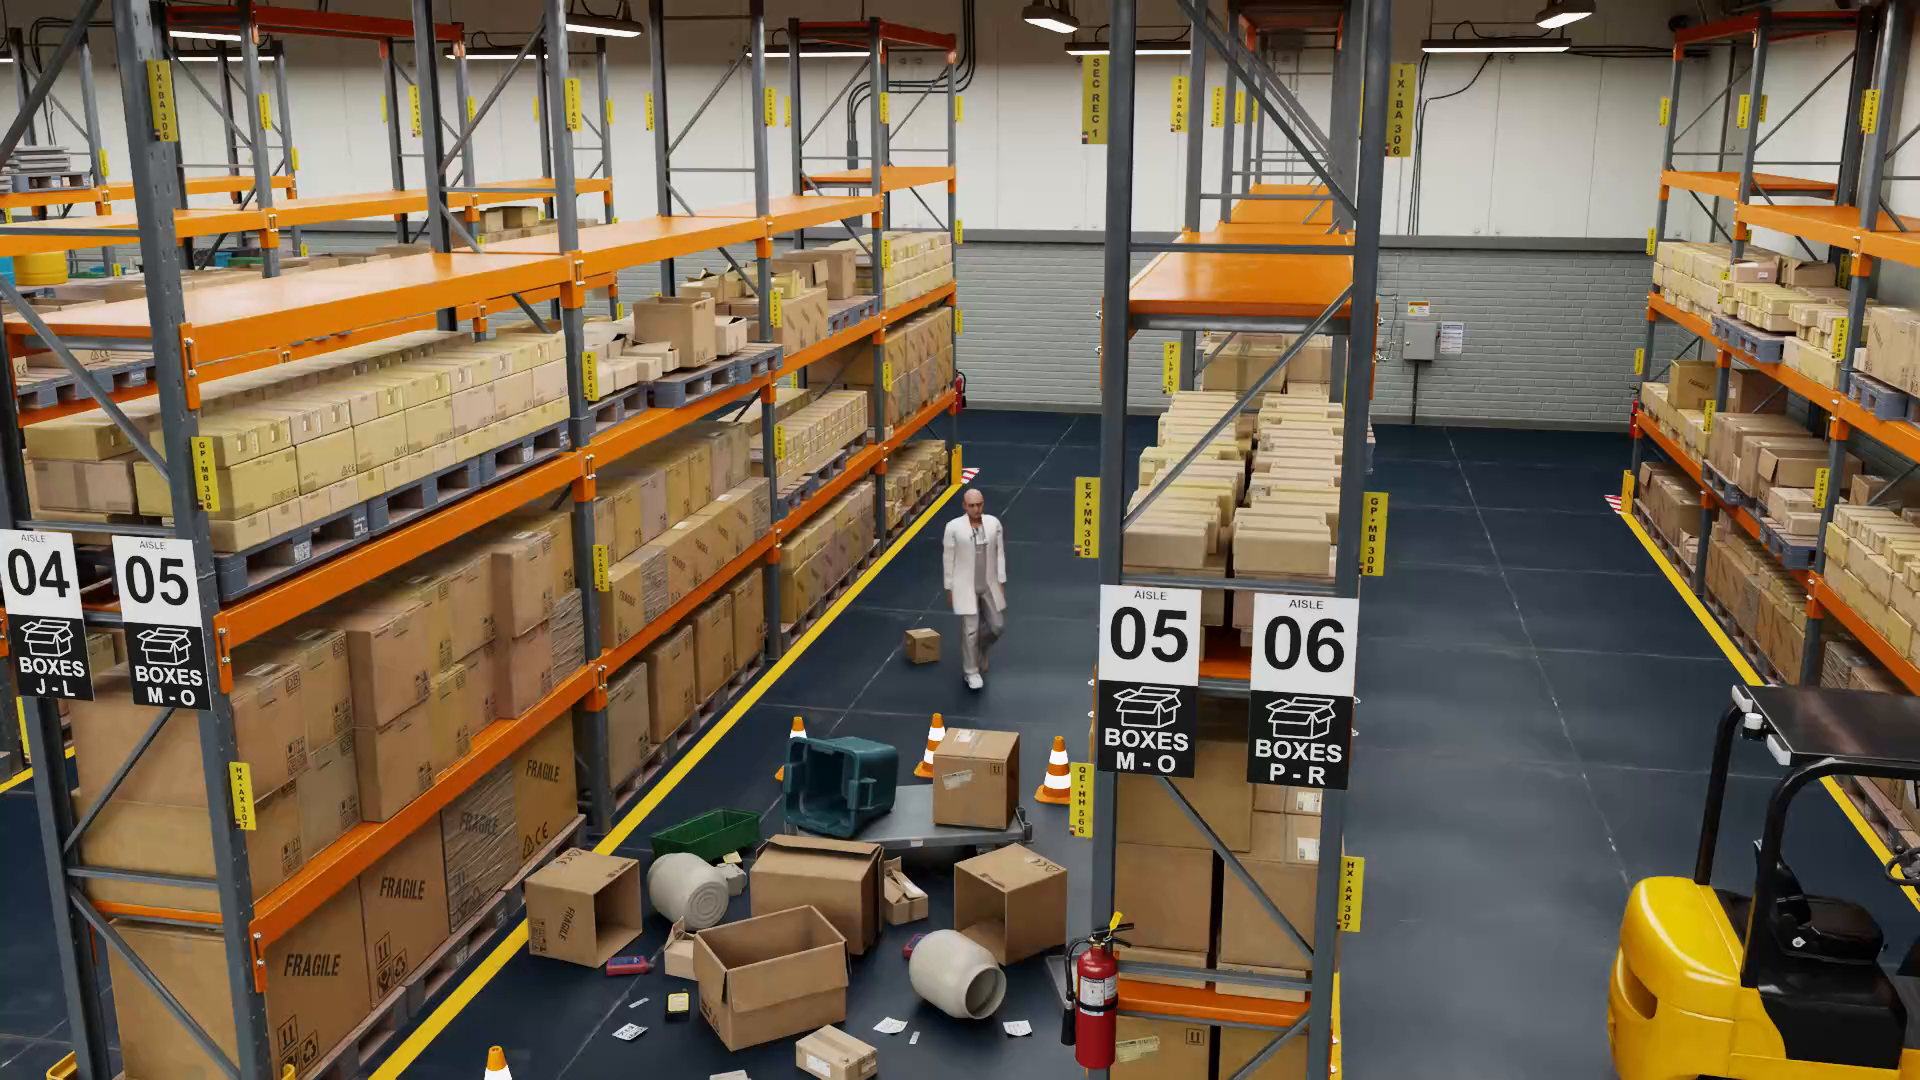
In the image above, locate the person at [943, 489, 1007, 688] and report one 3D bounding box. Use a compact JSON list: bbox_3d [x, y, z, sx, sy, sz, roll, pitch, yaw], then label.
[{"bbox_3d":[0.129,0.412,14.840,0.583,1.748,0.644,-5,15,-18],"label":"person"}]
